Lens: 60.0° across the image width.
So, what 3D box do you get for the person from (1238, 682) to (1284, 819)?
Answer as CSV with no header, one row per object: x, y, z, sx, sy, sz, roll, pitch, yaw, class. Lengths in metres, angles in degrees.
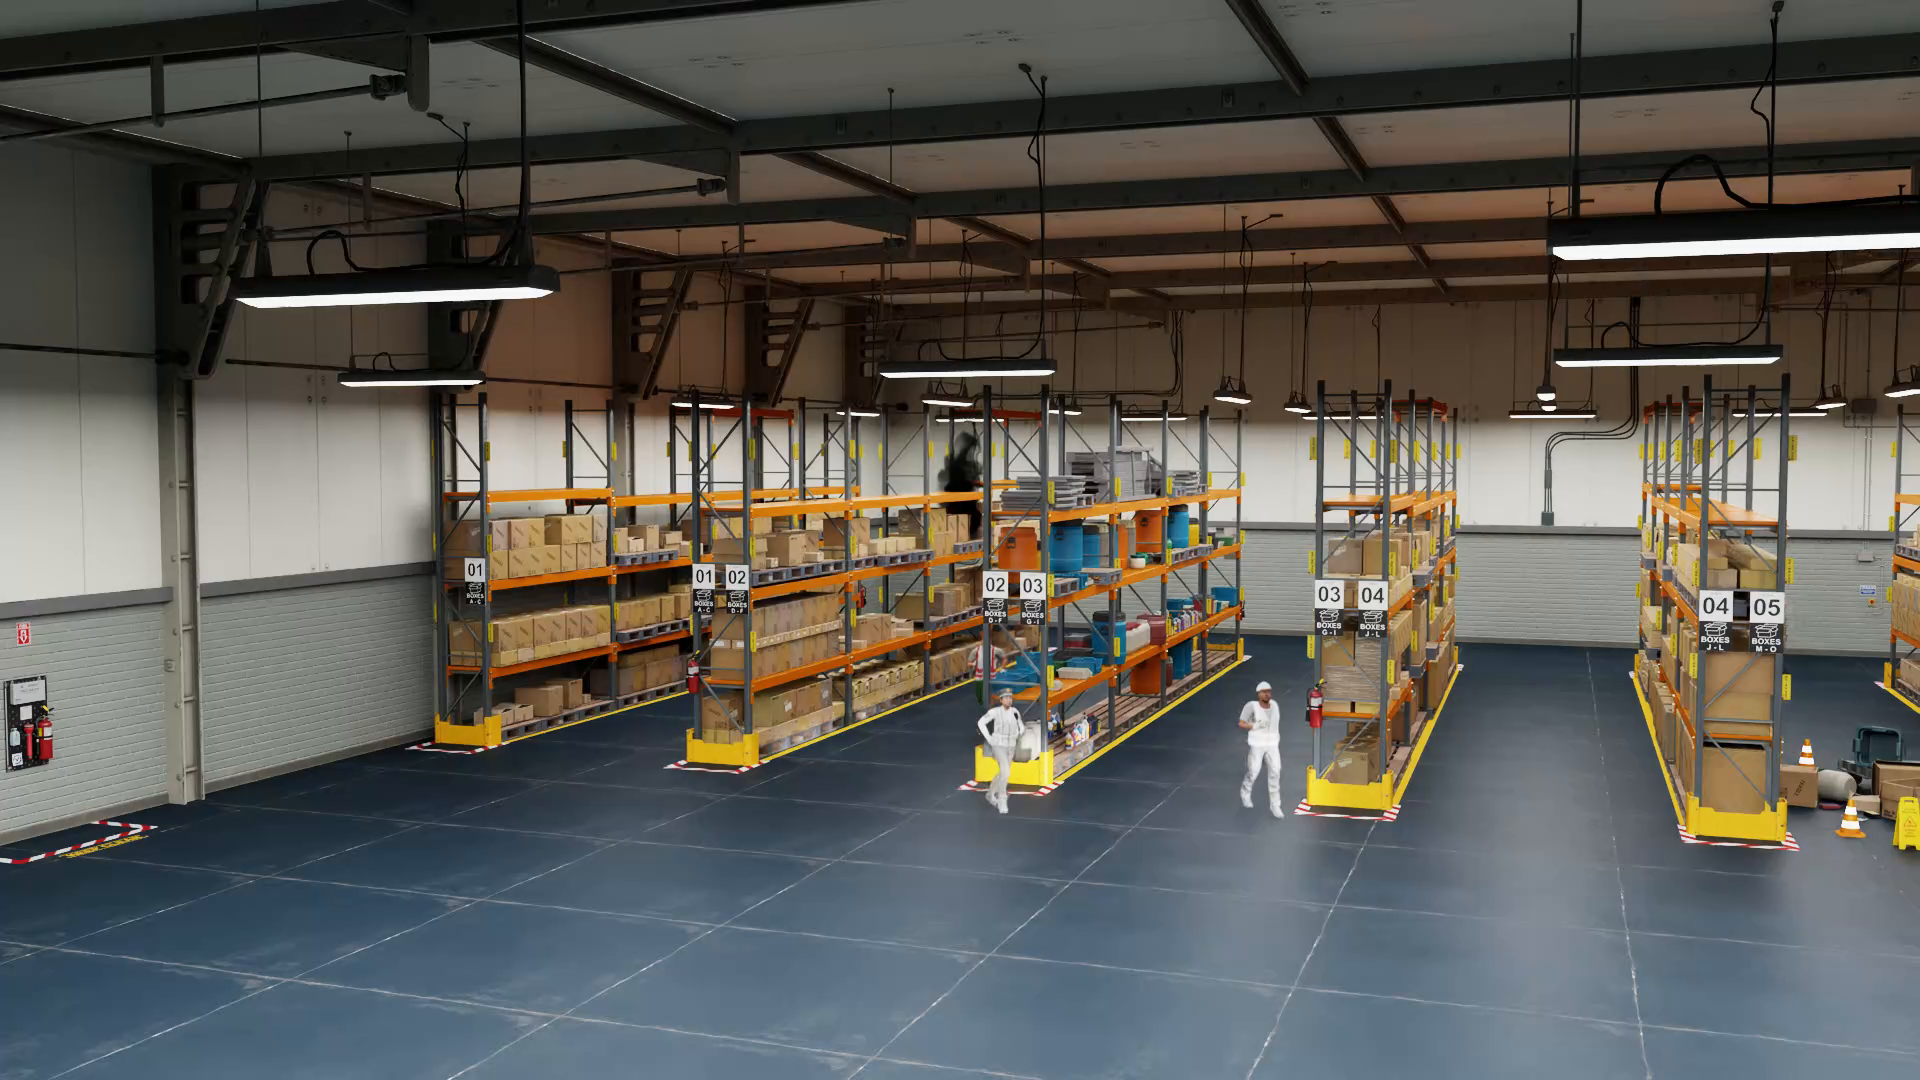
4.171,2.866,22.962,0.681,1.817,0.869,-1,3,-13,person

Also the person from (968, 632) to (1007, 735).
0.459,2.503,29.541,0.659,1.788,0.973,1,3,20,person

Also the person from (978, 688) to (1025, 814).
0.614,2.935,23.257,0.641,1.758,0.609,-2,4,-30,person
